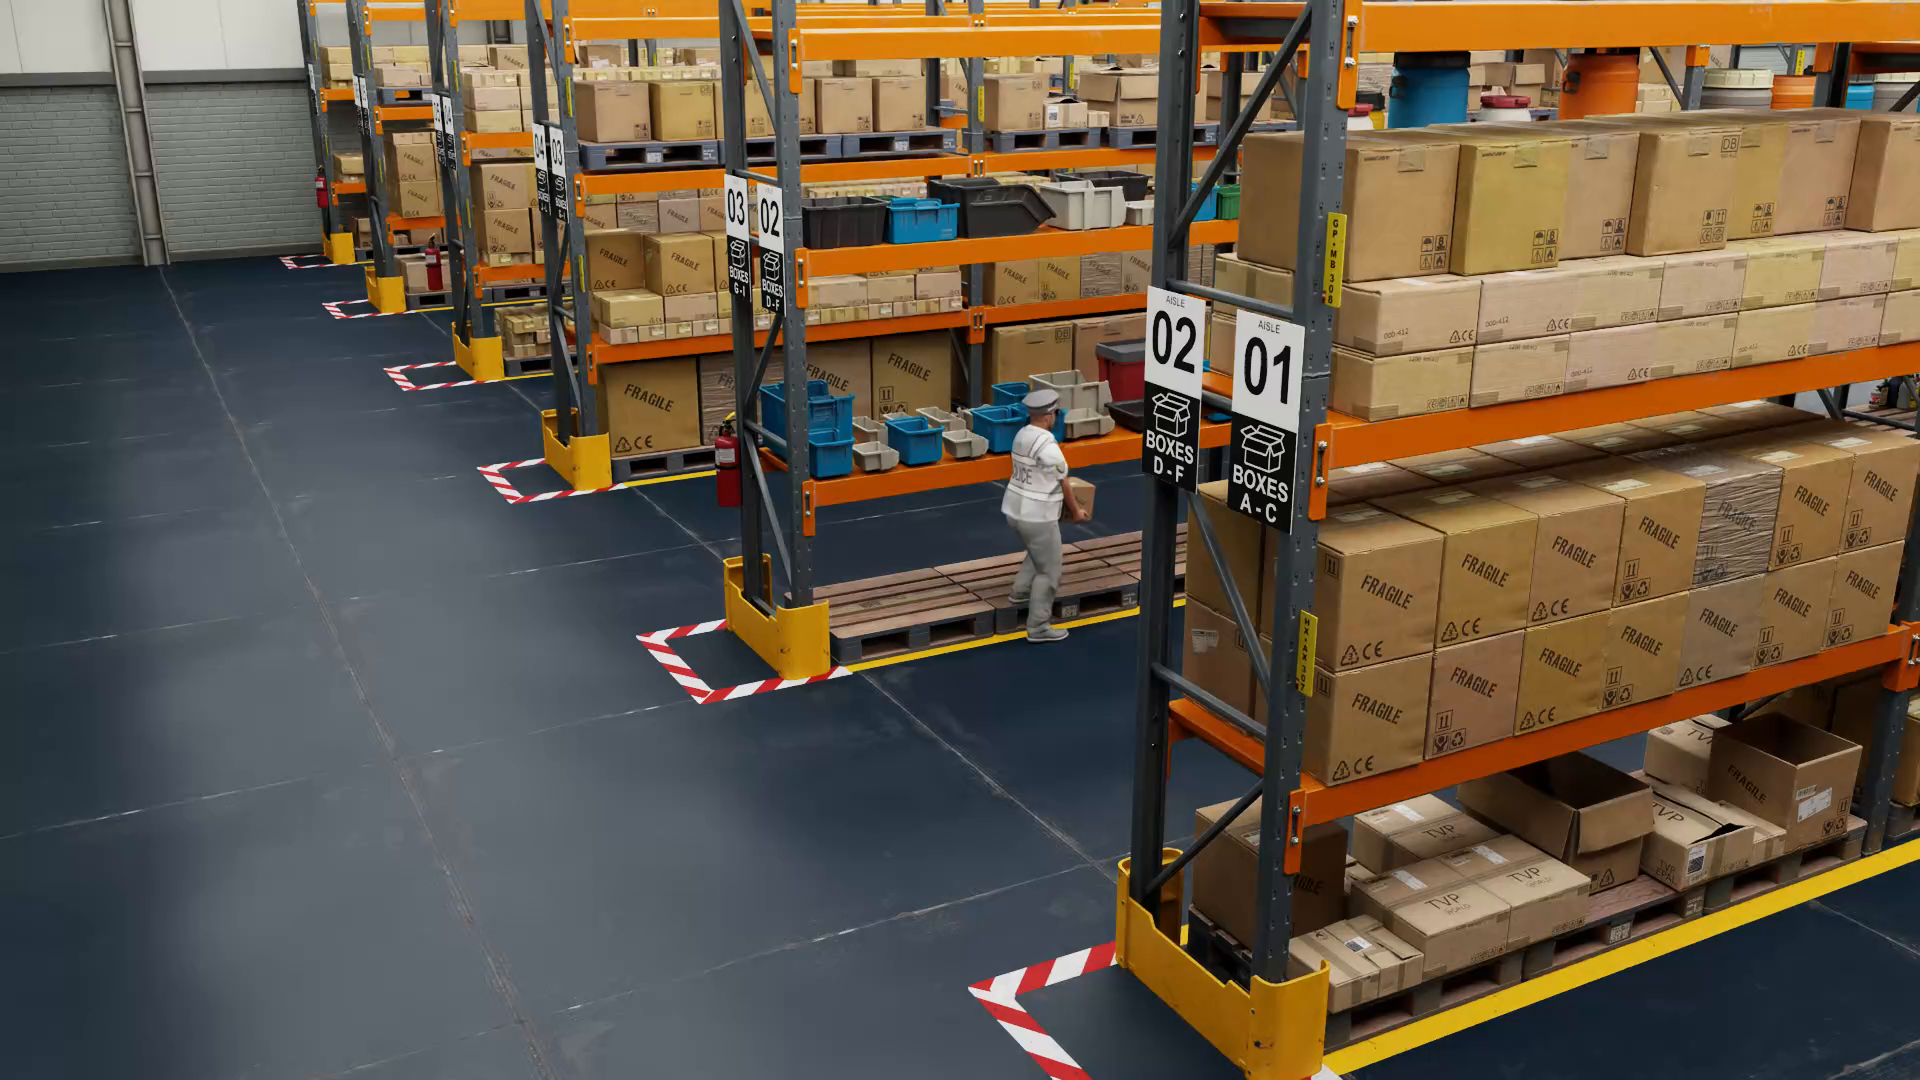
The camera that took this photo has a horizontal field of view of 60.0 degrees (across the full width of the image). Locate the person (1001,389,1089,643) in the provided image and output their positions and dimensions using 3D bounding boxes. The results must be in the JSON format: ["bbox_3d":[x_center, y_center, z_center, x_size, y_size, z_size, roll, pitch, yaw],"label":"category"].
[{"bbox_3d":[0.579,-0.181,11.591,0.572,1.762,0.495,-10,21,-28],"label":"person"}]
